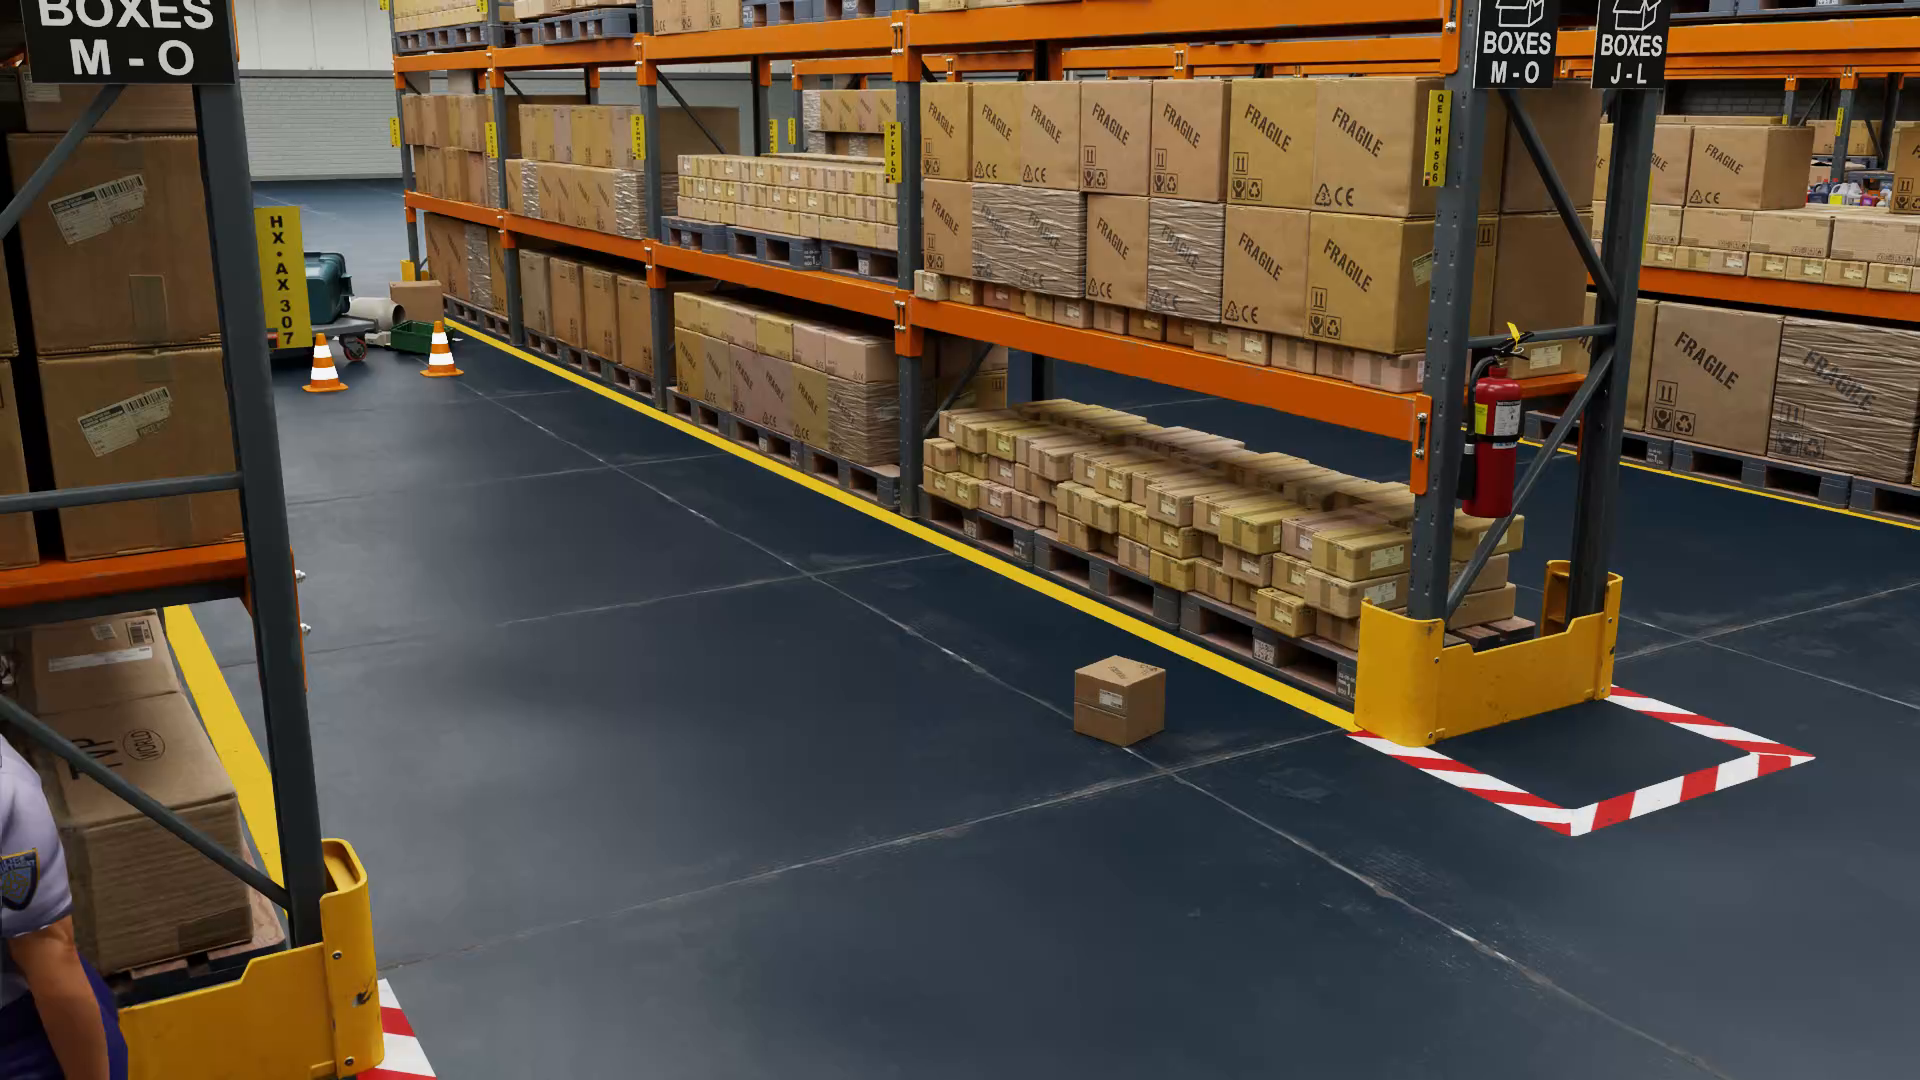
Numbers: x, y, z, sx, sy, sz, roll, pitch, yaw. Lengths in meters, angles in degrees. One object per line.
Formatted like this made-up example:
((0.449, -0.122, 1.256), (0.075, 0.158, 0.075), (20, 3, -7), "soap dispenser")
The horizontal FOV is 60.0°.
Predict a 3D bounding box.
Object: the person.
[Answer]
((-1.590, 0.902, 2.735), (0.594, 1.715, 0.519), (-10, 18, -34), "person")
